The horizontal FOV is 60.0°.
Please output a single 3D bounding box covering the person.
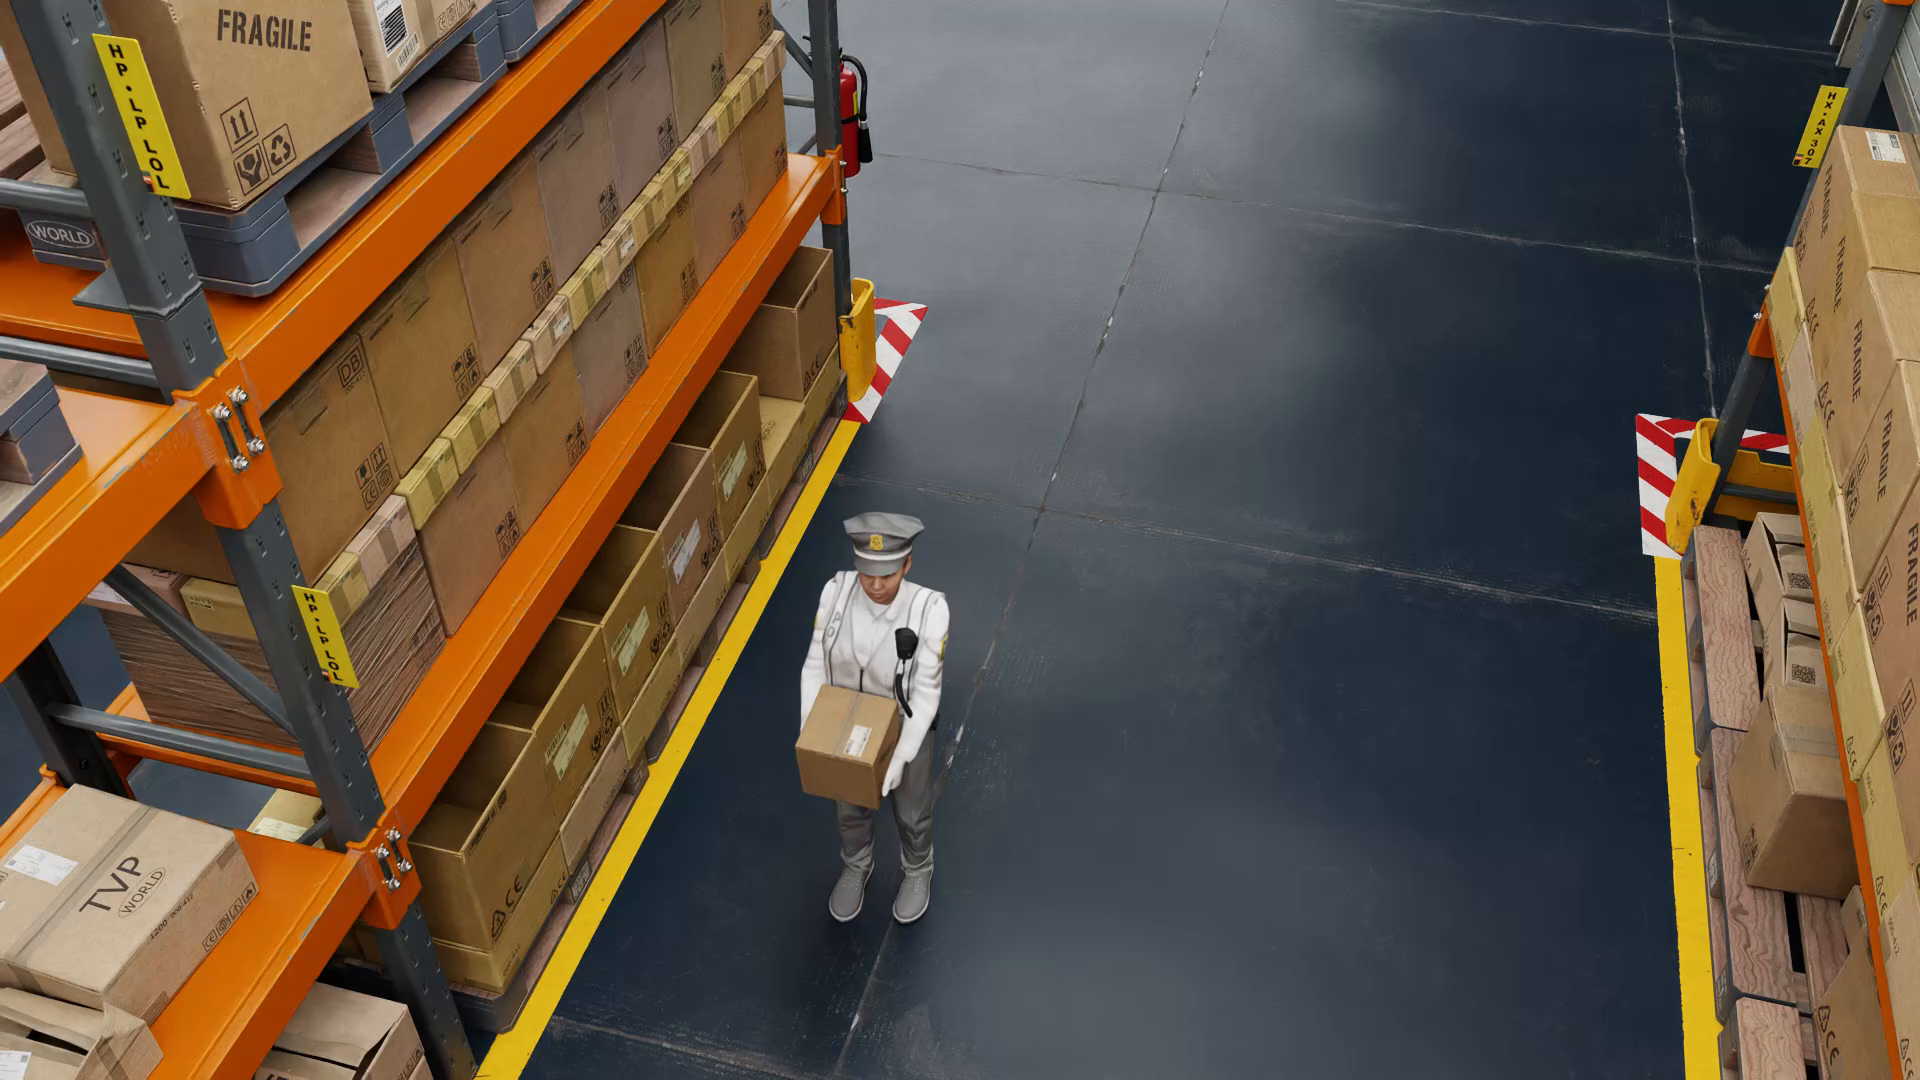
[{"bbox_3d":[-0.286,0.642,5.410,0.459,1.688,0.550,11,42,12],"label":"person"}]
